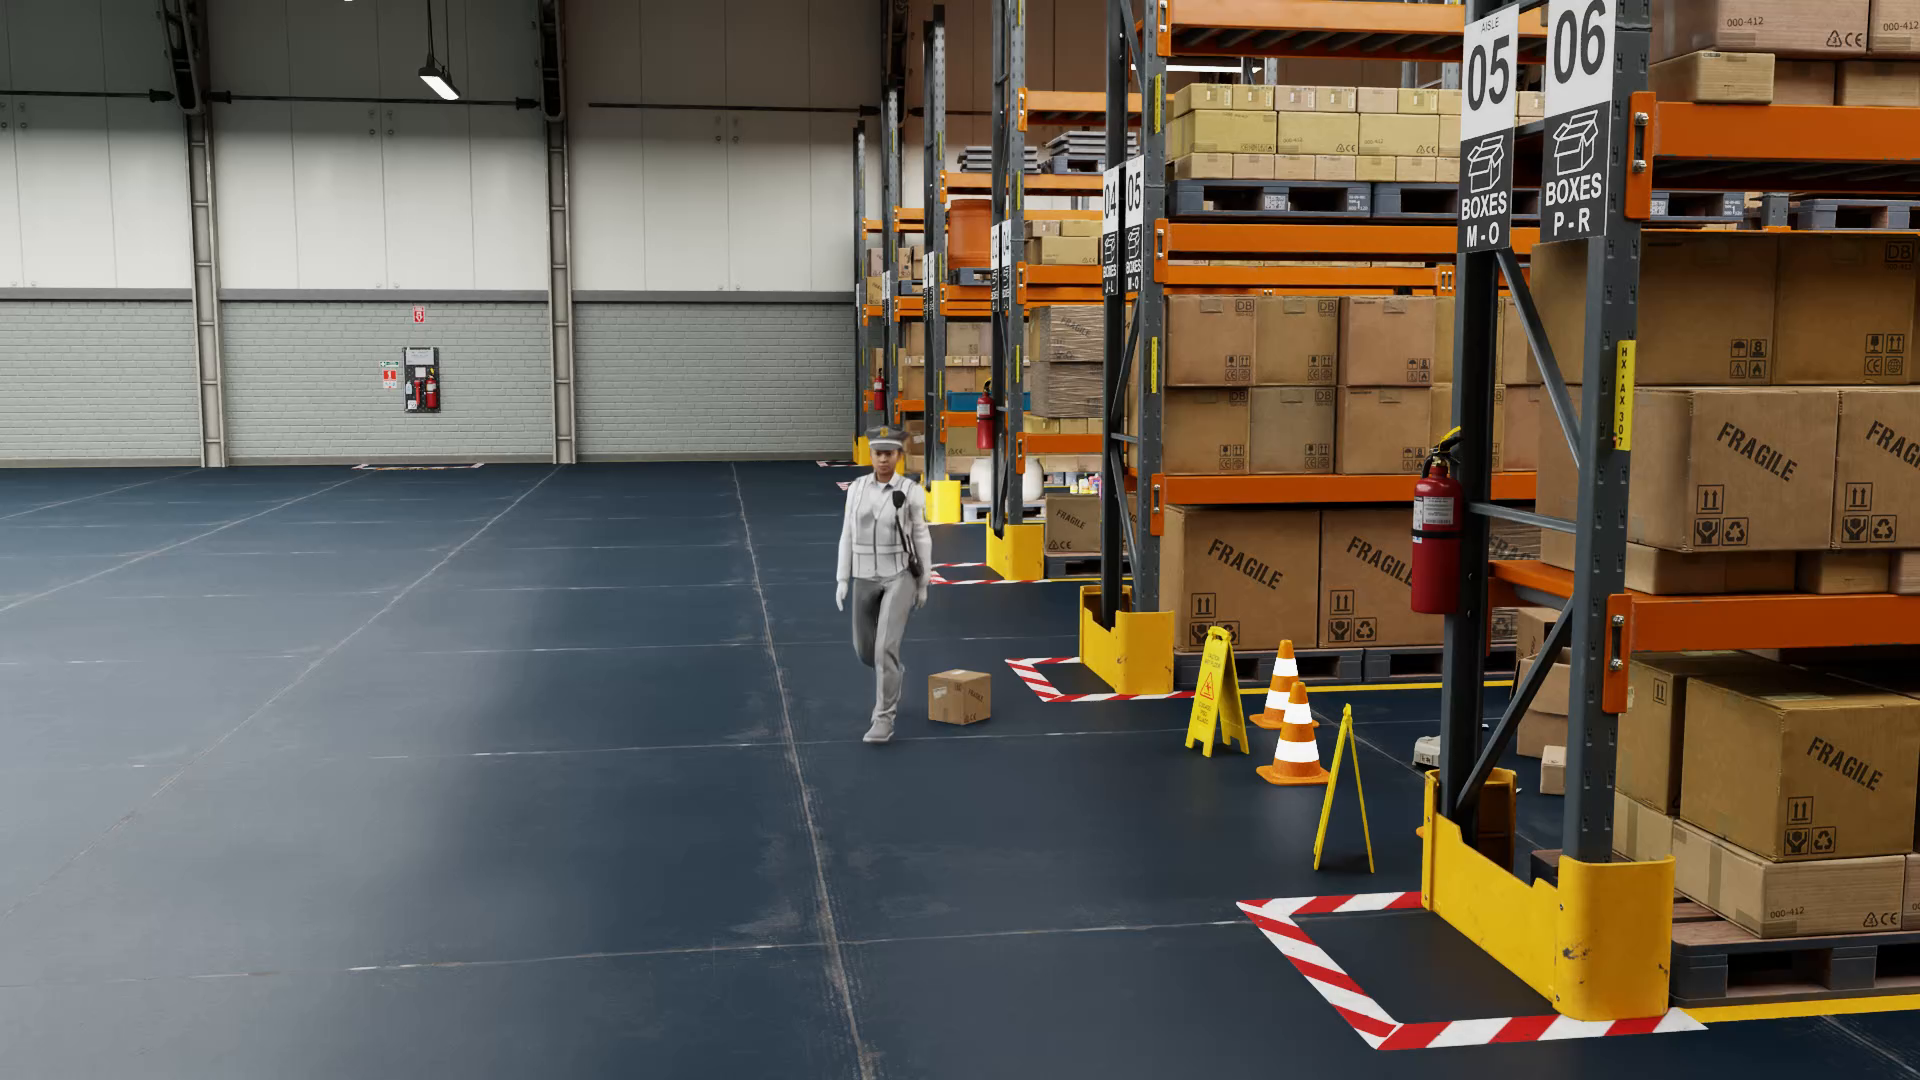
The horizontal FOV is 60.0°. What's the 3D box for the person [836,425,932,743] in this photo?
[{"bbox_3d":[-0.389,0.198,8.918,0.480,1.639,0.879,2,7,18],"label":"person"}]
